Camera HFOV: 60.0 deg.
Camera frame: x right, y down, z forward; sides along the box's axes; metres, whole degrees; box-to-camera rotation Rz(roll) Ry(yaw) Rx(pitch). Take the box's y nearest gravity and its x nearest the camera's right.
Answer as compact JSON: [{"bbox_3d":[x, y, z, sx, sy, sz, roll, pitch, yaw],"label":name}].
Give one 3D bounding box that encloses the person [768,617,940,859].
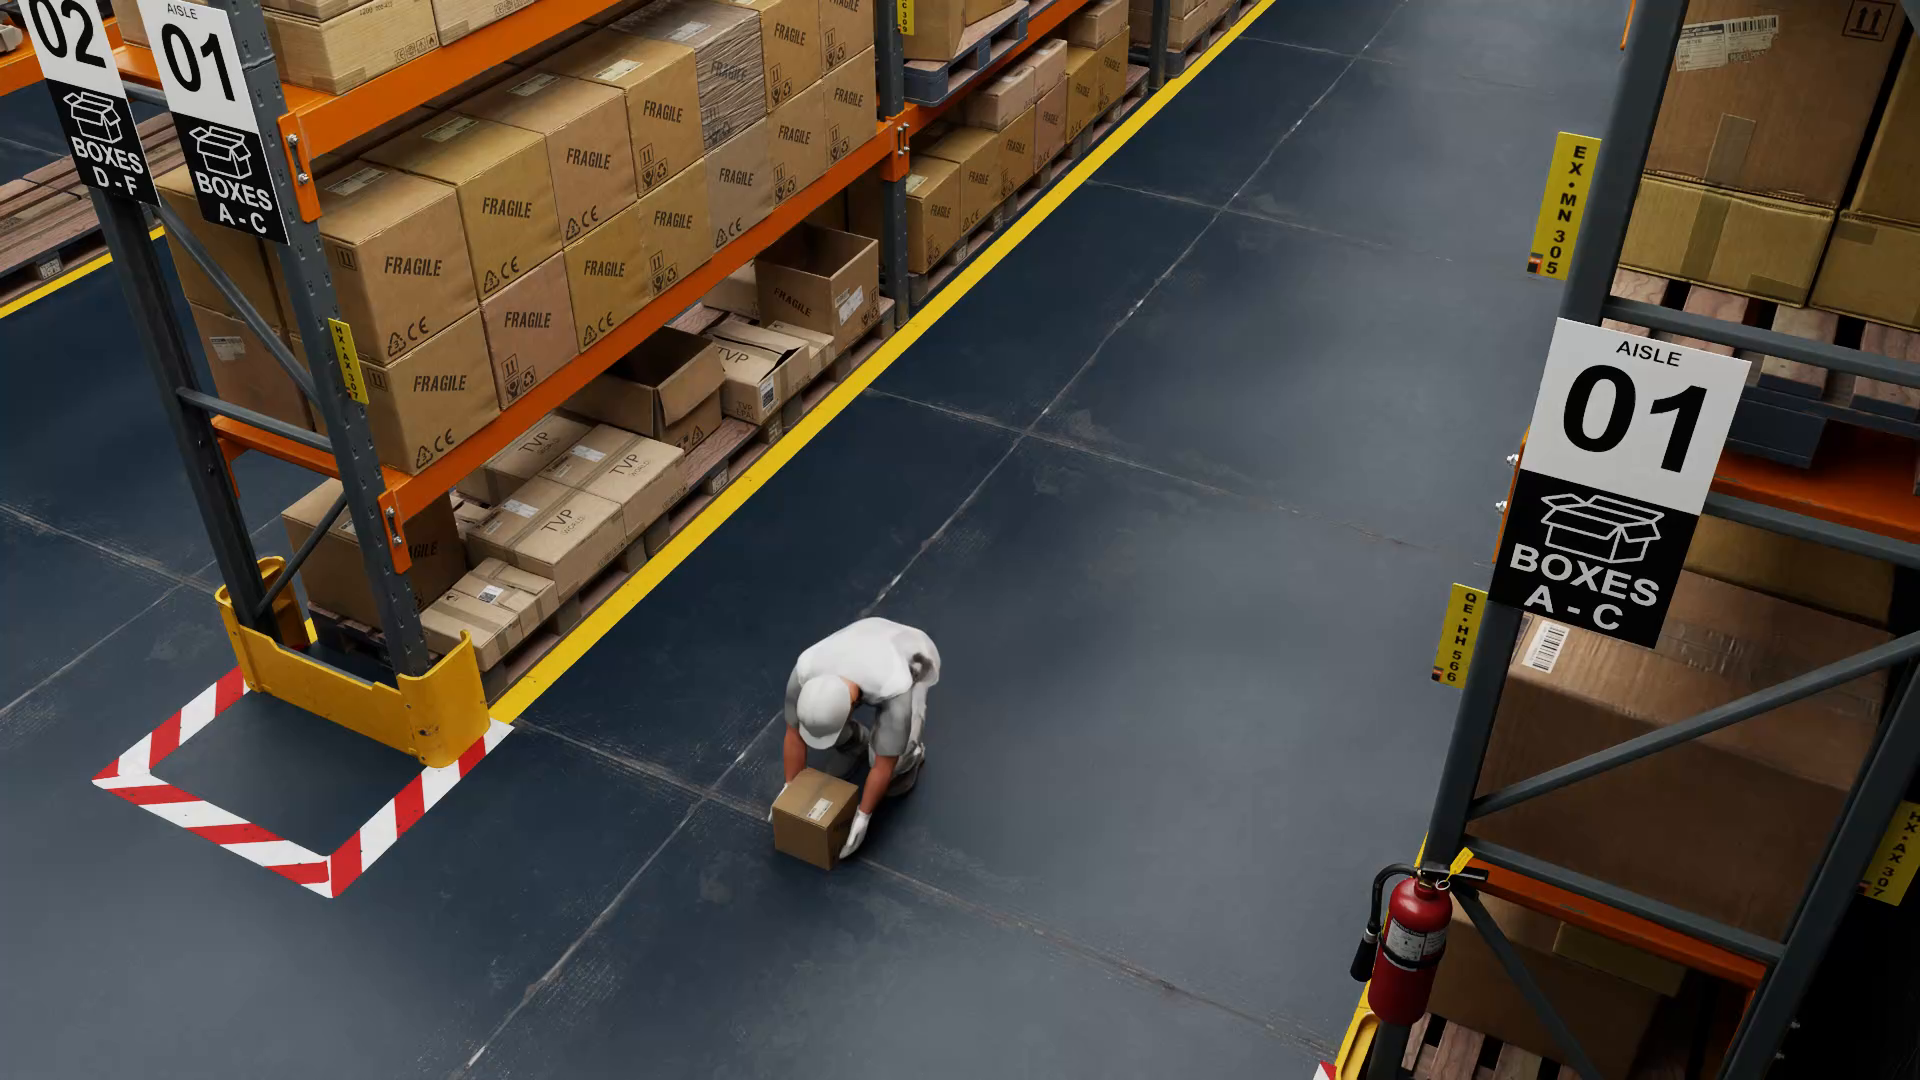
[{"bbox_3d":[-0.388,0.677,6.599,0.559,0.882,0.888,18,41,22],"label":"person"}]
